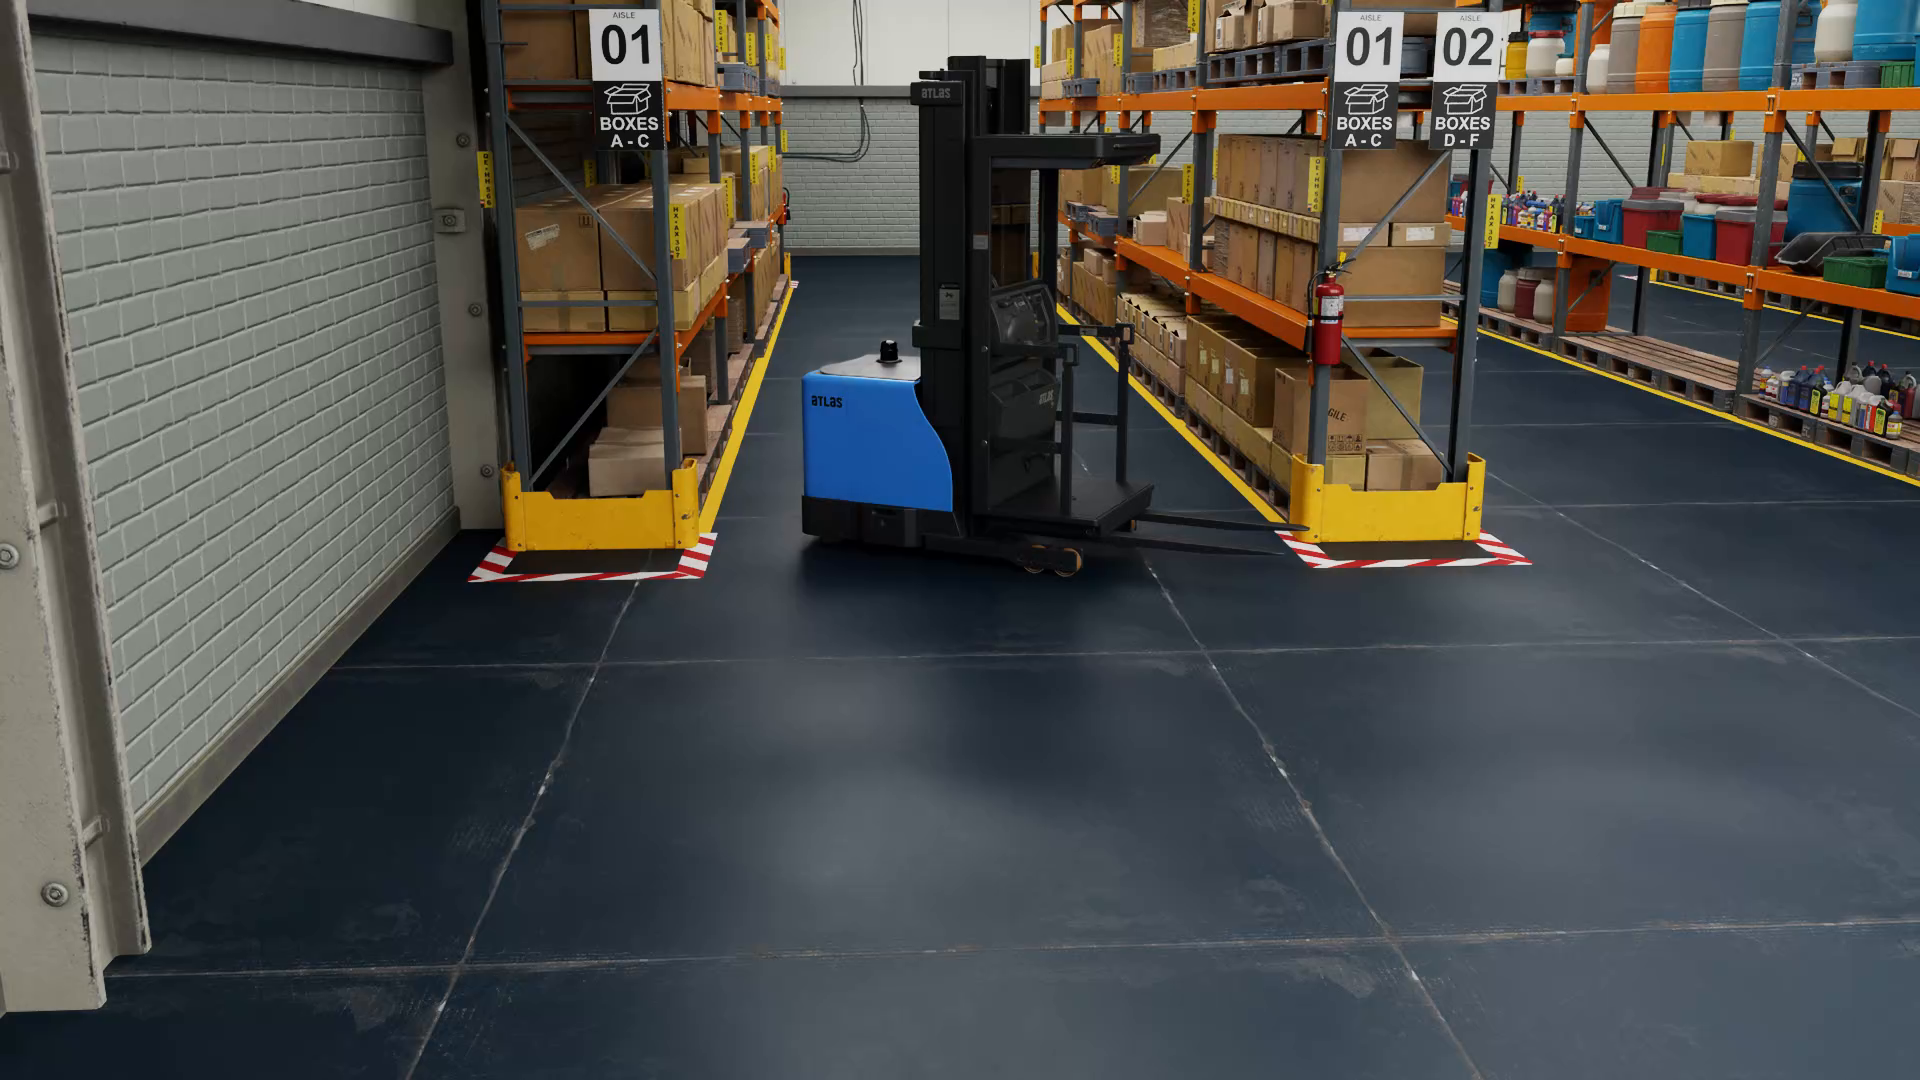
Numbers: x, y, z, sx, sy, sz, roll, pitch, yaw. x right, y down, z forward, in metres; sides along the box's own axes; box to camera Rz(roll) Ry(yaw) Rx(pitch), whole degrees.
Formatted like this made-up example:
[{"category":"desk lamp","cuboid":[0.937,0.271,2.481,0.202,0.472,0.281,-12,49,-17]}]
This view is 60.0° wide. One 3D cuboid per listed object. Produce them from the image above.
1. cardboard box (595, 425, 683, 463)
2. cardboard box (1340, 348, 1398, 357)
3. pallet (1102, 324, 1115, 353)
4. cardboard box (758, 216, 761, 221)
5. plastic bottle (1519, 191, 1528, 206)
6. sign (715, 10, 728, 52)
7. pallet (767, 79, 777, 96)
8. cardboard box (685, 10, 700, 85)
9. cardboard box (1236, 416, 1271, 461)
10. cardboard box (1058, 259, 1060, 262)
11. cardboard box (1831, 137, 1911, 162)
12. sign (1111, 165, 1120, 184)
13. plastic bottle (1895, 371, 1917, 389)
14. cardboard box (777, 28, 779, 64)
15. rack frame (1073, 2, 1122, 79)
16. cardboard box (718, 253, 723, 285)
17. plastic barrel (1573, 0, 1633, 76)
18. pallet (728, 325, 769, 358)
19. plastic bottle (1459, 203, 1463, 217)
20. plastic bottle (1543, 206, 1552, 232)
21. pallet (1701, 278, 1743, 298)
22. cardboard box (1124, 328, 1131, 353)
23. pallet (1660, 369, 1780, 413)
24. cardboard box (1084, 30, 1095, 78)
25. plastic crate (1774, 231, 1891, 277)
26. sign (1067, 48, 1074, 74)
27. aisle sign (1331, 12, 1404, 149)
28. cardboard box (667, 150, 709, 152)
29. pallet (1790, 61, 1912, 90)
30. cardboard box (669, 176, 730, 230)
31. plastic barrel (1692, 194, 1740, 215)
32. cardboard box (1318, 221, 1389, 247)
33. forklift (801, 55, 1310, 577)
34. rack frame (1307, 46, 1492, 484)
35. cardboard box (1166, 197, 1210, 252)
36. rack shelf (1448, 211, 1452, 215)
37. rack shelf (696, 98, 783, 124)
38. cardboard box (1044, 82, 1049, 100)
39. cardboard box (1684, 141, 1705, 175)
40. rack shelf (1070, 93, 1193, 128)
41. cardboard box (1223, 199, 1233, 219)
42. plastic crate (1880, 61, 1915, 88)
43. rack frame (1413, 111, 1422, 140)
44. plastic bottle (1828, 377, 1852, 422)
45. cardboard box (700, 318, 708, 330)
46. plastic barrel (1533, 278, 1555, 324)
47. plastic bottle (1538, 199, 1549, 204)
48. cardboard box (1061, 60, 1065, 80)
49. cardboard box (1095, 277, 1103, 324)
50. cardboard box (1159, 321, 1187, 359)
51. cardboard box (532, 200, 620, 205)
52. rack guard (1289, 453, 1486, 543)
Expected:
[{"category":"cardboard box","cuboid":[-2.220,-0.641,11.512,0.500,0.311,0.500,0,14,1]},{"category":"cardboard box","cuboid":[2.825,-1.113,12.002,0.500,0.500,0.500,-1,14,-3]},{"category":"pallet","cuboid":[2.208,-2.318,19.112,1.003,0.211,1.213,-1,14,-3]},{"category":"cardboard box","cuboid":[-2.637,-3.954,20.337,0.380,0.149,0.250,-1,14,-3]},{"category":"plastic bottle","cuboid":[7.164,-4.257,21.150,0.144,0.351,0.185,-1,14,-3]},{"category":"sign","cuboid":[-1.938,-4.123,13.475,0.100,0.325,0.005,-1,14,-3]},{"category":"pallet","cuboid":[-3.088,-6.316,23.211,1.003,0.211,1.213,-1,14,-3]},{"category":"cardboard box","cuboid":[-2.091,-3.409,11.496,0.500,0.500,0.500,0,14,0]},{"category":"cardboard box","cuboid":[2.309,-0.742,12.064,0.500,0.250,0.500,-1,14,-3]},{"category":"cardboard box","cuboid":[1.503,-4.089,25.035,0.500,0.250,0.500,-1,14,-3]},{"category":"cardboard box","cuboid":[11.904,-5.004,21.743,0.797,0.503,0.637,-1,14,-5]},{"category":"sign","cuboid":[1.676,-3.994,17.864,0.100,0.325,0.005,-1,14,-3]},{"category":"plastic bottle","cuboid":[7.768,-1.209,13.640,0.144,0.351,0.185,-1,14,-4]},{"category":"cardboard box","cuboid":[-2.905,-7.212,24.268,0.500,0.500,0.500,-1,14,-4]},{"category":"rack frame","cuboid":[1.969,-7.382,21.159,1.000,3.000,0.127,-1,14,-3]},{"category":"cardboard box","cuboid":[-2.125,-2.110,12.967,0.500,0.250,0.500,-1,14,-3]},{"category":"plastic barrel","cuboid":[7.129,-5.563,18.403,0.600,0.830,0.708,-1,14,-3]},{"category":"pallet","cuboid":[-2.701,-2.251,18.853,1.003,0.211,1.213,-1,14,-3]},{"category":"plastic bottle","cuboid":[6.544,-4.297,21.605,0.097,0.201,0.097,0,14,0]},{"category":"plastic bottle","cuboid":[6.696,-3.653,18.937,0.061,0.283,0.133,-1,14,-3]},{"category":"pallet","cuboid":[11.809,-3.773,24.767,1.003,0.211,1.213,-1,14,-3]},{"category":"cardboard box","cuboid":[1.988,-2.094,17.321,0.500,0.250,0.500,-1,14,-5]},{"category":"pallet","cuboid":[7.321,-1.407,15.572,1.003,0.211,1.213,-1,14,-3]},{"category":"cardboard box","cuboid":[1.927,-6.103,20.964,0.600,0.600,0.600,-2,15,-9]},{"category":"plastic crate","cuboid":[7.314,-2.401,13.961,0.767,0.338,0.504,-1,14,-3]},{"category":"sign","cuboid":[1.428,-6.170,21.428,0.100,0.325,0.005,-1,14,-3]},{"category":"aisle sign","cuboid":[2.423,-2.731,9.902,0.394,0.787,0.004,-1,14,-3]},{"category":"cardboard box","cuboid":[-3.043,-4.208,18.518,0.500,0.250,0.500,-1,14,-5]},{"category":"pallet","cuboid":[7.551,-3.746,13.426,1.213,0.211,1.003,-1,14,-3]},{"category":"cardboard box","cuboid":[-2.589,-3.240,16.015,0.700,0.500,0.500,-1,14,-3]},{"category":"plastic barrel","cuboid":[7.496,-3.160,16.516,0.433,0.535,0.433,0,14,0]},{"category":"cardboard box","cuboid":[2.499,-1.947,10.572,0.380,0.149,0.250,-1,14,-4]},{"category":"forklift","cuboid":[0.573,-1.355,9.912,3.031,2.935,1.130,6,16,23]},{"category":"rack frame","cuboid":[2.713,-1.493,10.307,1.000,3.000,0.127,-1,14,-3]},{"category":"cardboard box","cuboid":[2.337,-3.113,16.407,0.500,0.500,0.500,-2,15,-6]},{"category":"rack shelf","cuboid":[6.789,-4.701,24.223,1.077,0.370,4.000,-1,14,-3]},{"category":"rack shelf","cuboid":[-3.099,-6.001,23.255,1.077,0.370,4.000,-1,14,-3]},{"category":"cardboard box","cuboid":[1.517,-6.596,24.422,0.500,0.250,0.500,-1,14,-3]},{"category":"cardboard box","cuboid":[11.400,-5.810,25.288,0.500,0.500,0.500,-1,14,-5]},{"category":"rack shelf","cuboid":[2.093,-5.084,19.689,1.077,0.370,4.000,-1,14,-3]},{"category":"cardboard box","cuboid":[2.321,-2.653,13.317,0.380,0.149,0.250,-1,14,-5]},{"category":"plastic crate","cuboid":[7.235,-3.516,12.579,0.336,0.188,0.450,-1,14,-3]},{"category":"rack frame","cuboid":[6.665,-5.547,26.067,1.000,3.000,0.127,-1,14,-3]},{"category":"plastic bottle","cuboid":[7.083,-1.133,13.344,0.144,0.351,0.185,-1,14,-4]},{"category":"cardboard box","cuboid":[-2.572,-2.068,15.172,0.500,0.250,0.500,-1,14,-5]},{"category":"plastic barrel","cuboid":[6.989,-2.817,19.604,0.421,0.512,0.421,0,14,0]},{"category":"plastic bottle","cuboid":[7.322,-4.150,20.883,0.152,0.276,0.135,-1,14,-3]},{"category":"cardboard box","cuboid":[1.640,-6.340,22.426,0.500,0.250,0.500,-1,14,-3]},{"category":"cardboard box","cuboid":[1.893,-2.842,19.687,0.500,0.500,0.500,-1,14,-5]},{"category":"cardboard box","cuboid":[2.115,-1.856,15.271,0.500,0.311,0.500,0,14,-2]},{"category":"cardboard box","cuboid":[-2.494,-1.955,10.859,0.500,0.500,0.500,-1,14,-3]},{"category":"rack guard","cuboid":[2.714,-0.276,10.596,1.175,0.500,0.348,-1,14,-3]}]
